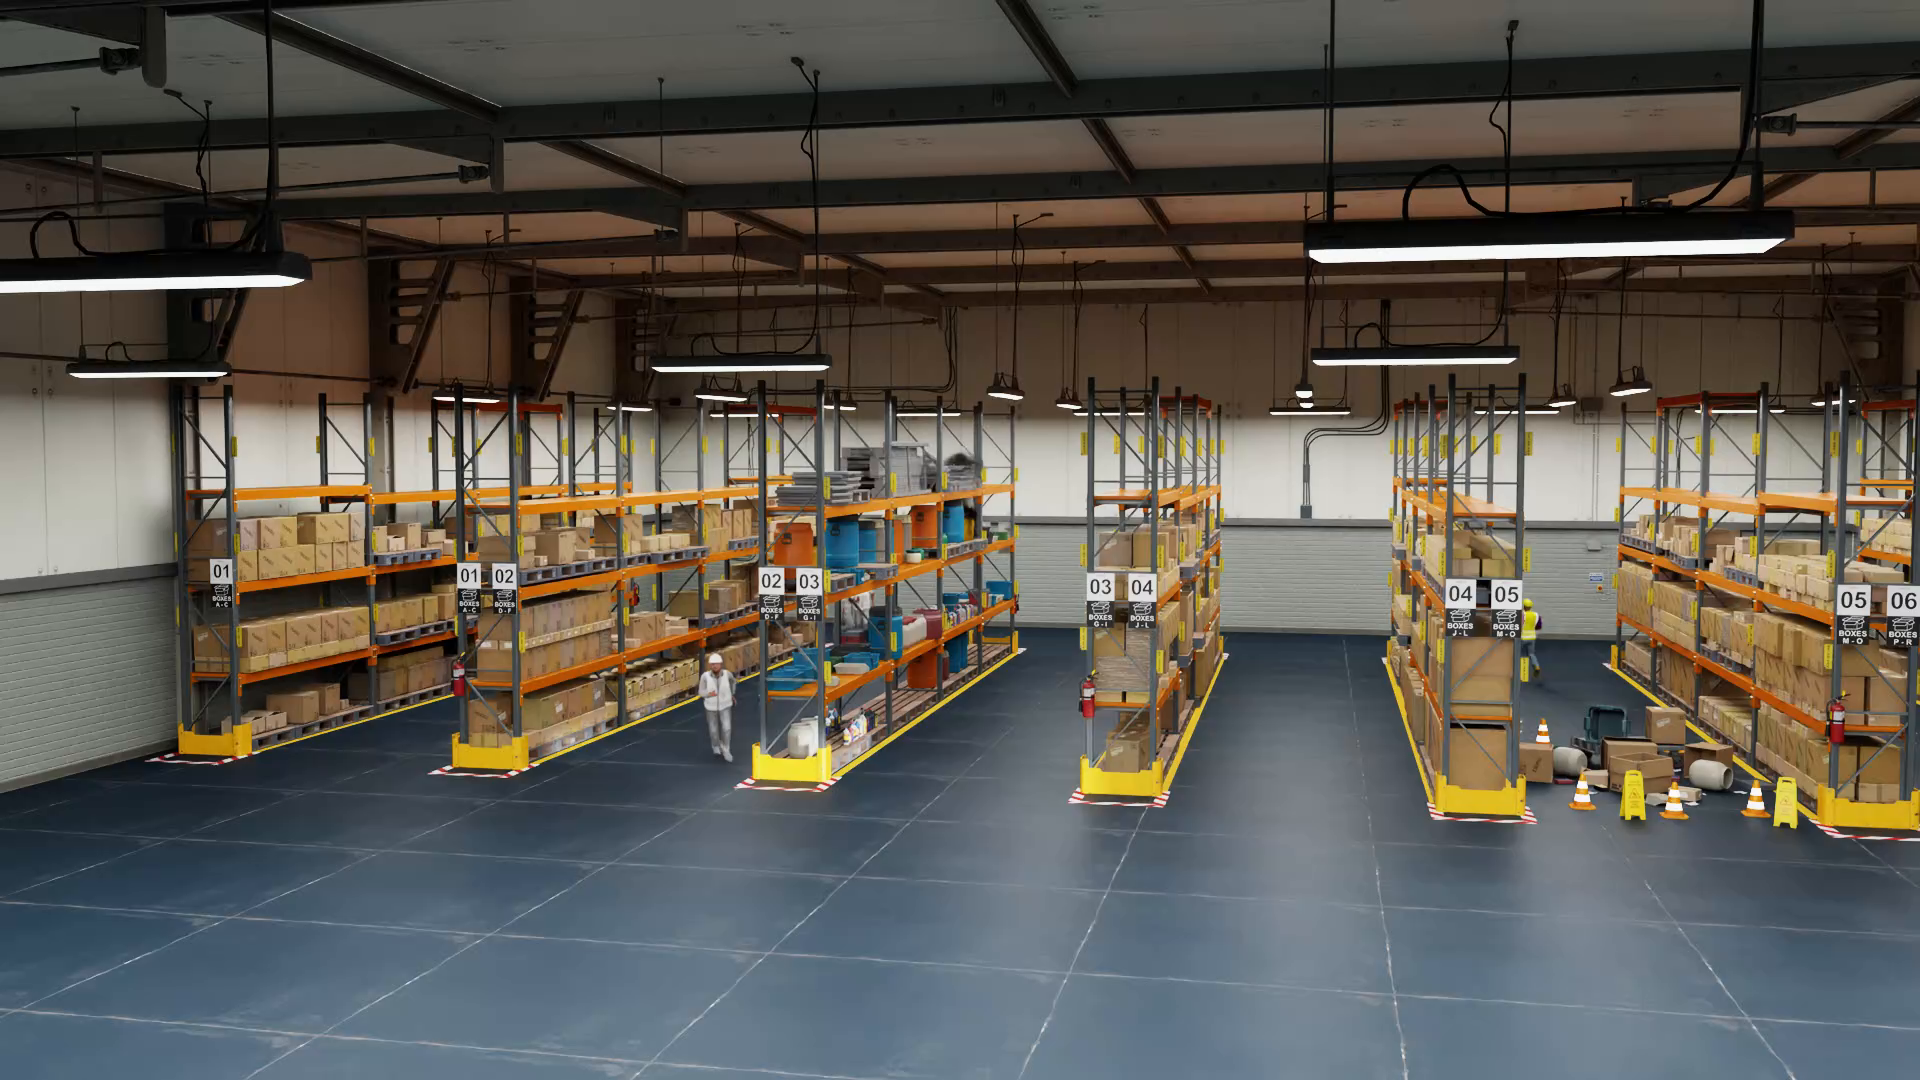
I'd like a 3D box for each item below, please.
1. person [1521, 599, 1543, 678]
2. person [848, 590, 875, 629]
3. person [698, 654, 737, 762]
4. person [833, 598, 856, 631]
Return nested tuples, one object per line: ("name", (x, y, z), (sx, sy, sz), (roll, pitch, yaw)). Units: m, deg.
("person", (12.144, 2.128, 35.636), (0.697, 1.746, 0.931), (0, 3, -4))
("person", (-2.483, 1.774, 41.948), (0.668, 1.824, 0.852), (0, 3, -6))
("person", (-3.857, 2.653, 26.462), (0.592, 1.722, 0.953), (0, 3, -6))
("person", (-2.903, 1.787, 42.214), (0.726, 1.727, 0.644), (3, 4, 42))
